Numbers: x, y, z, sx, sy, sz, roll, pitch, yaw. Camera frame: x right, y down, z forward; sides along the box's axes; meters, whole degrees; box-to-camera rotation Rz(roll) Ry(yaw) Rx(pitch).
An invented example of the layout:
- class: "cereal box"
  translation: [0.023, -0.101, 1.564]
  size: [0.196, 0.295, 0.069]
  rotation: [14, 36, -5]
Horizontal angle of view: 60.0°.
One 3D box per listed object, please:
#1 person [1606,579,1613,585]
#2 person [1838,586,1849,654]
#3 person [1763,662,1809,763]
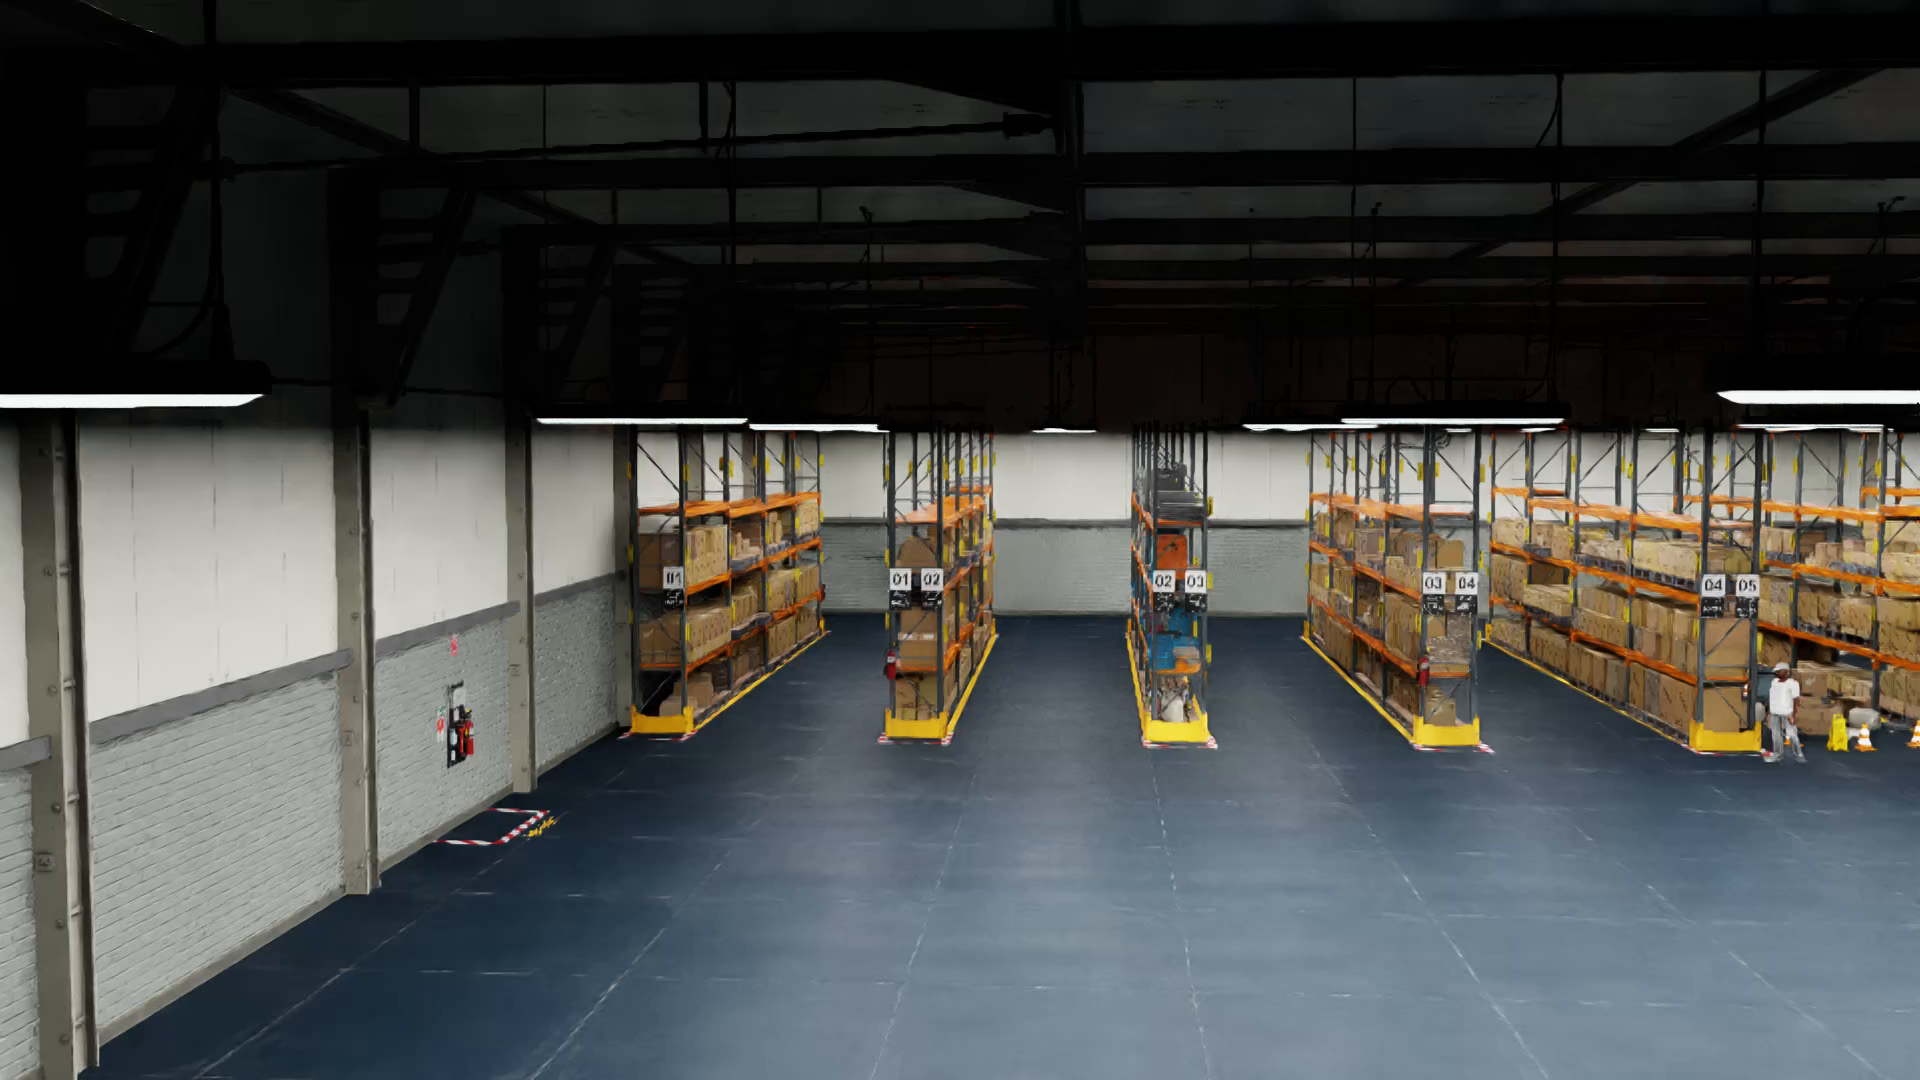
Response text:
- class: "person"
  translation: [17.850, 1.936, 45.653]
  size: [0.539, 1.777, 0.685]
  rotation: [0, 4, -3]
- class: "person"
  translation: [23.034, 2.081, 43.571]
  size: [0.533, 1.812, 0.606]
  rotation: [1, 4, 15]
- class: "person"
  translation: [14.447, 3.011, 29.050]
  size: [0.482, 1.764, 0.750]
  rotation: [-2, 4, -26]
